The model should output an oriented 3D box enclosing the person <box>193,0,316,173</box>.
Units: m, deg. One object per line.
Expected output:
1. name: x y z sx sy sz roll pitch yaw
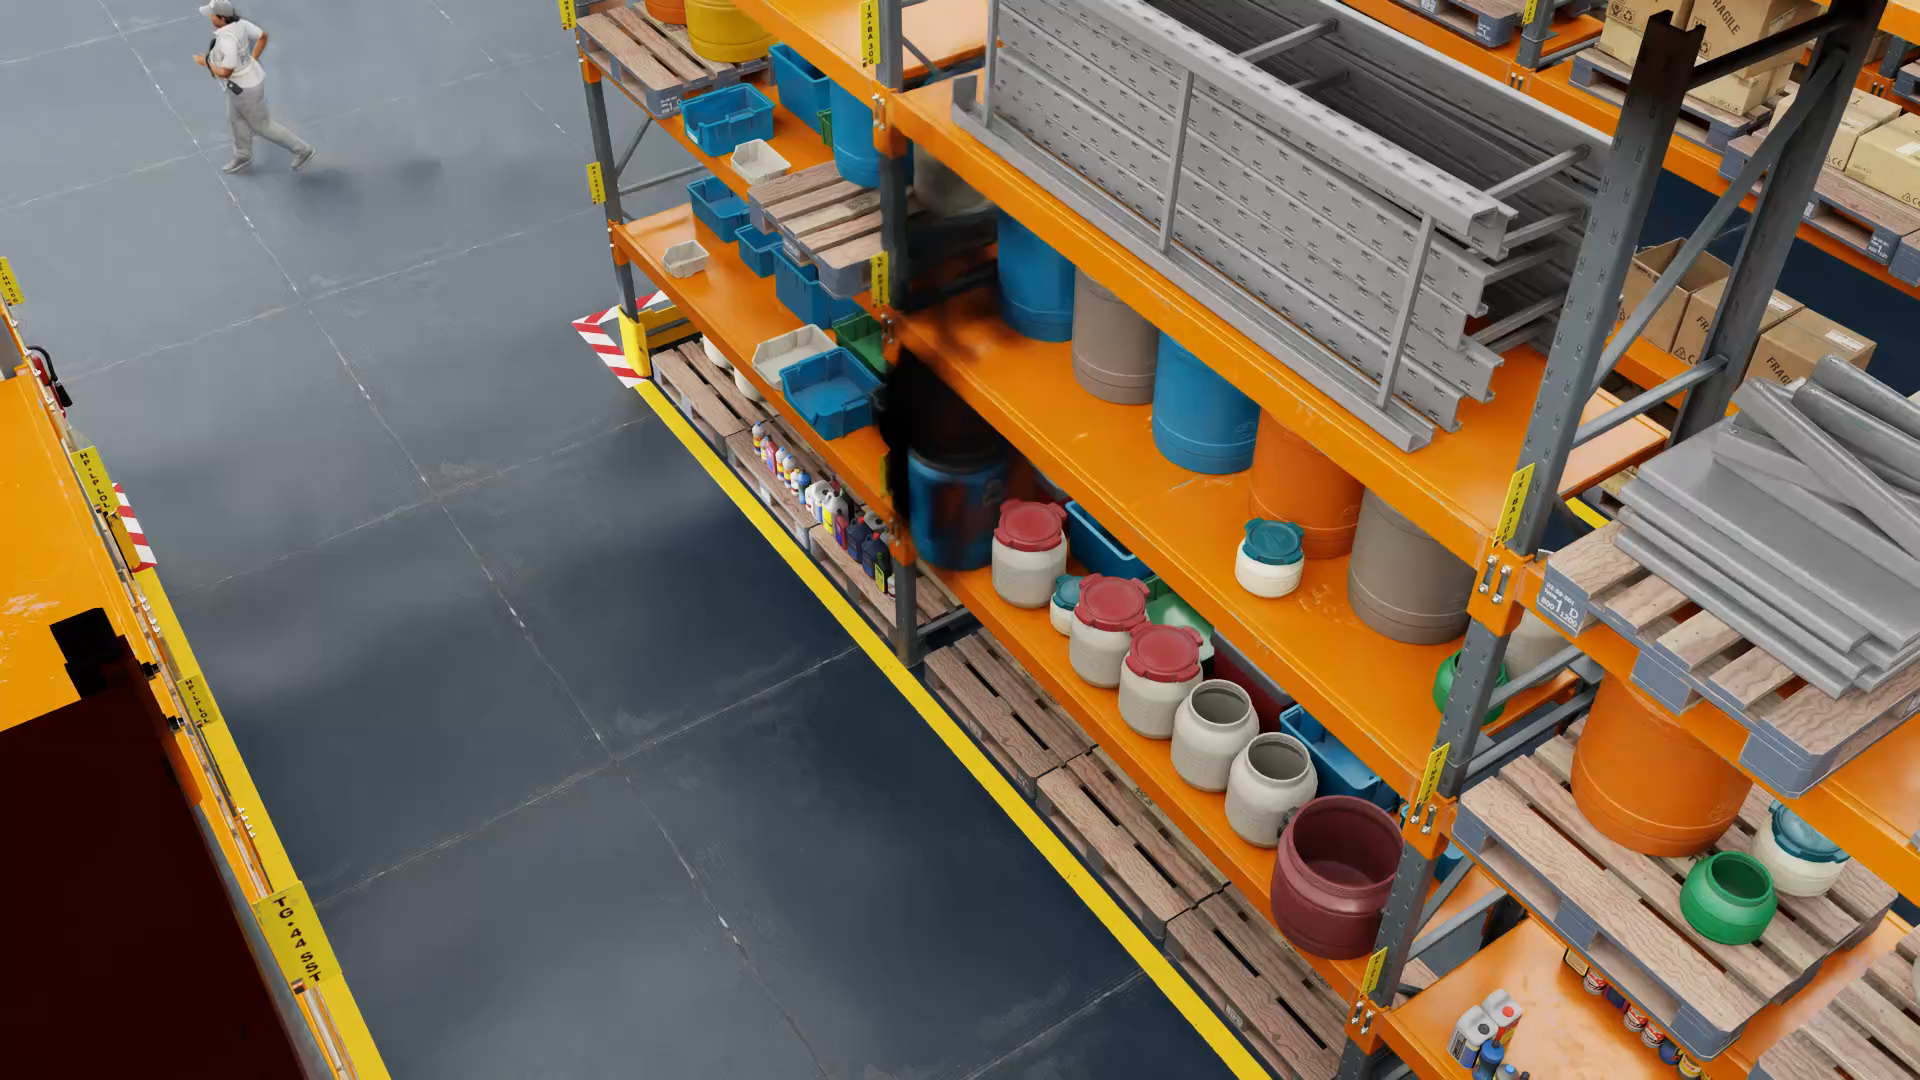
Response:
1. person: -6.400 -4.052 14.914 0.903 1.685 0.595 -7 43 -8
